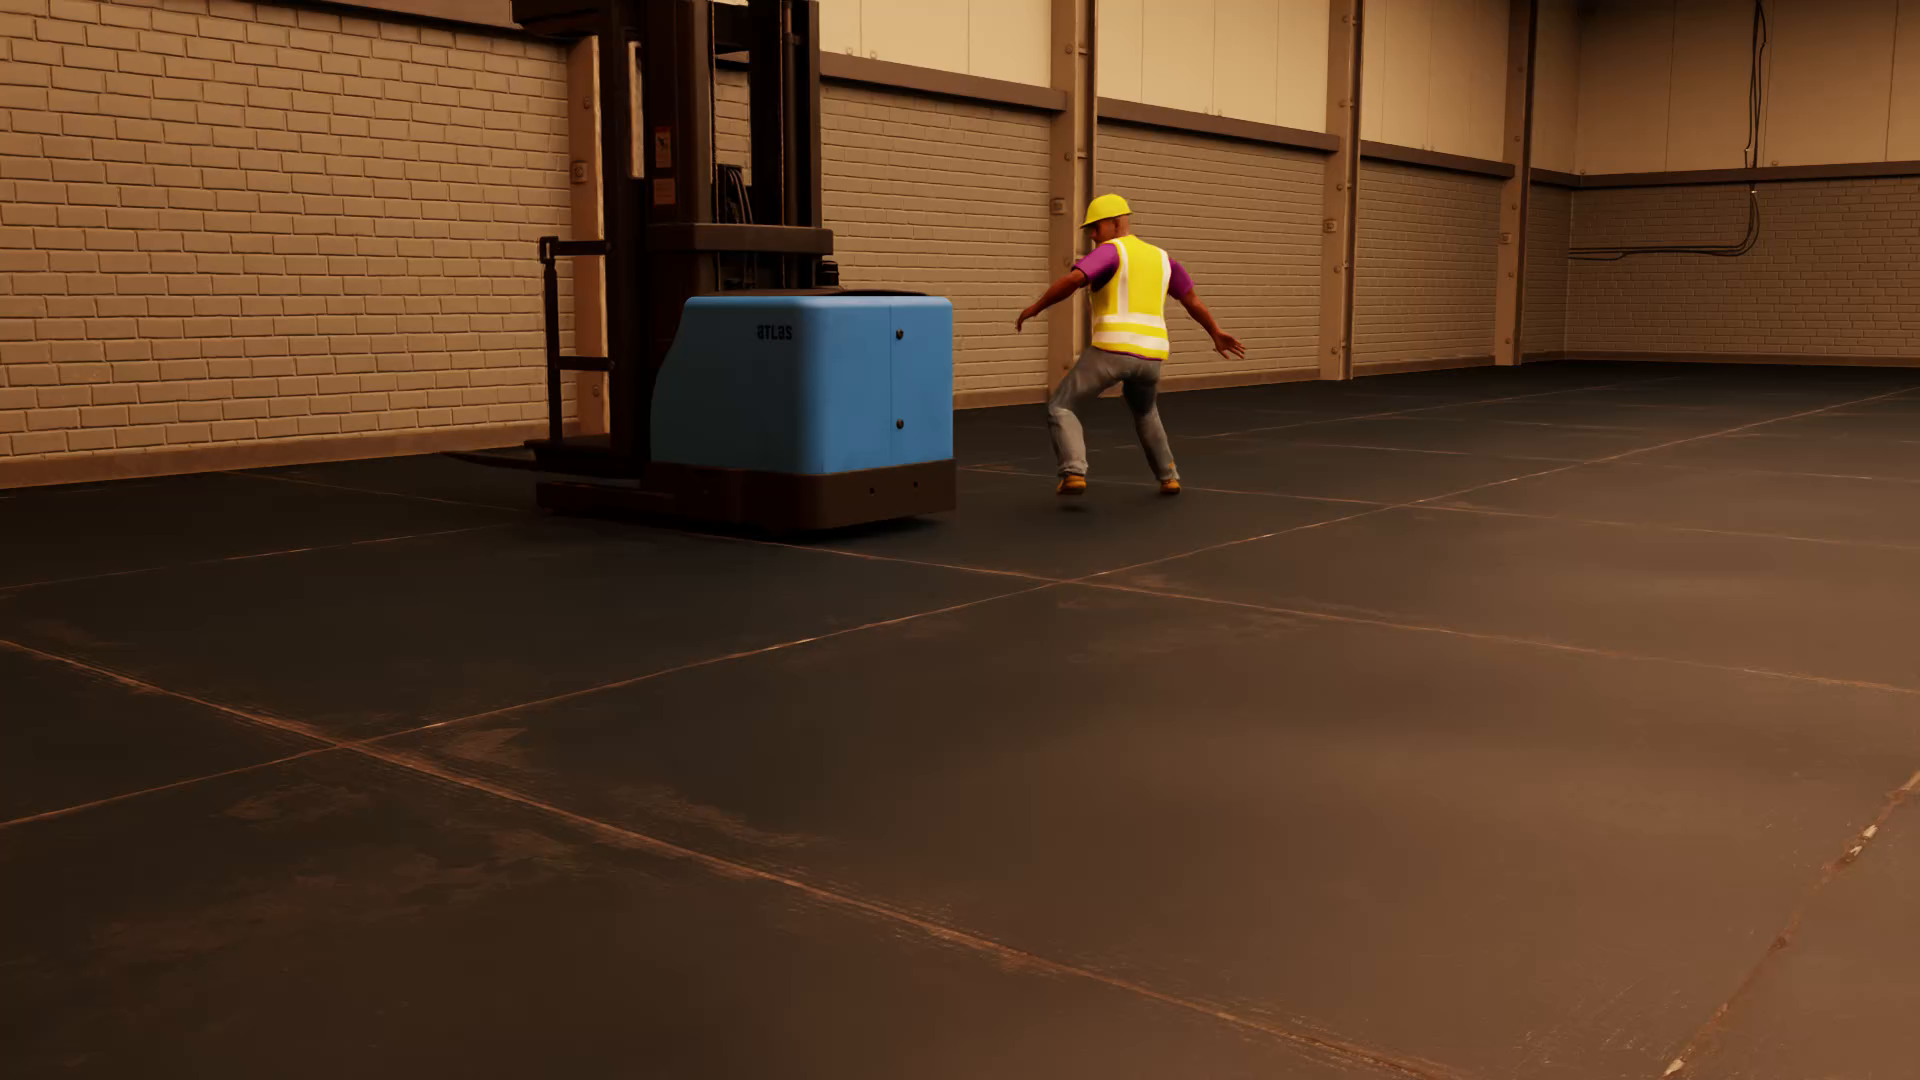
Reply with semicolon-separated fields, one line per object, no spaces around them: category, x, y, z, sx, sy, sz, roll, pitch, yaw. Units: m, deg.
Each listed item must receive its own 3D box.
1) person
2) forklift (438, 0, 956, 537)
person;0.903;-1.043;8.761;1.194;1.540;0.523;-5;10;-32
forklift;-1.485;-1.613;8.303;3.031;2.935;1.130;7;11;38
